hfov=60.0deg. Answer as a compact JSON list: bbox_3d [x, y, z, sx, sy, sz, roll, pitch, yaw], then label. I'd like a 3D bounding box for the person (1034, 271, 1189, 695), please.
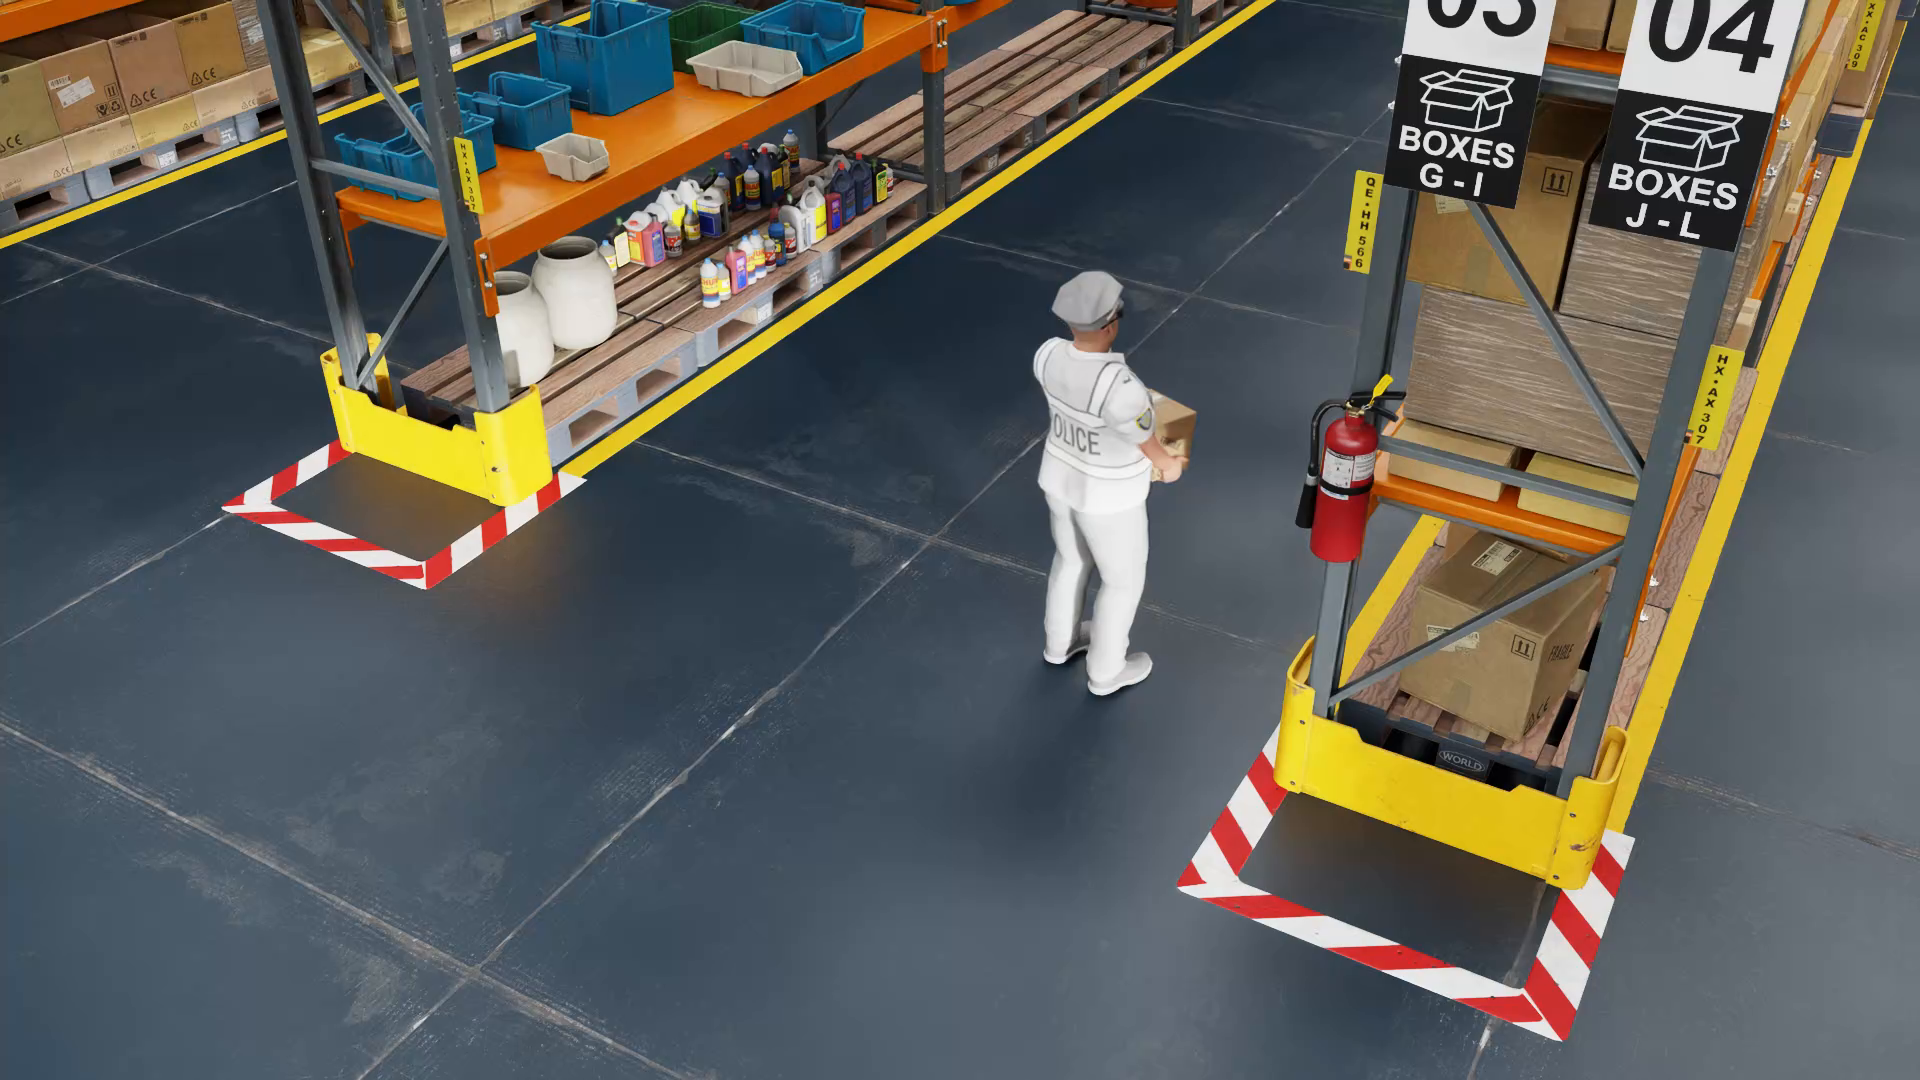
[{"bbox_3d":[0.583,-0.240,6.476,0.562,1.767,0.504,-26,42,-33],"label":"person"}]
